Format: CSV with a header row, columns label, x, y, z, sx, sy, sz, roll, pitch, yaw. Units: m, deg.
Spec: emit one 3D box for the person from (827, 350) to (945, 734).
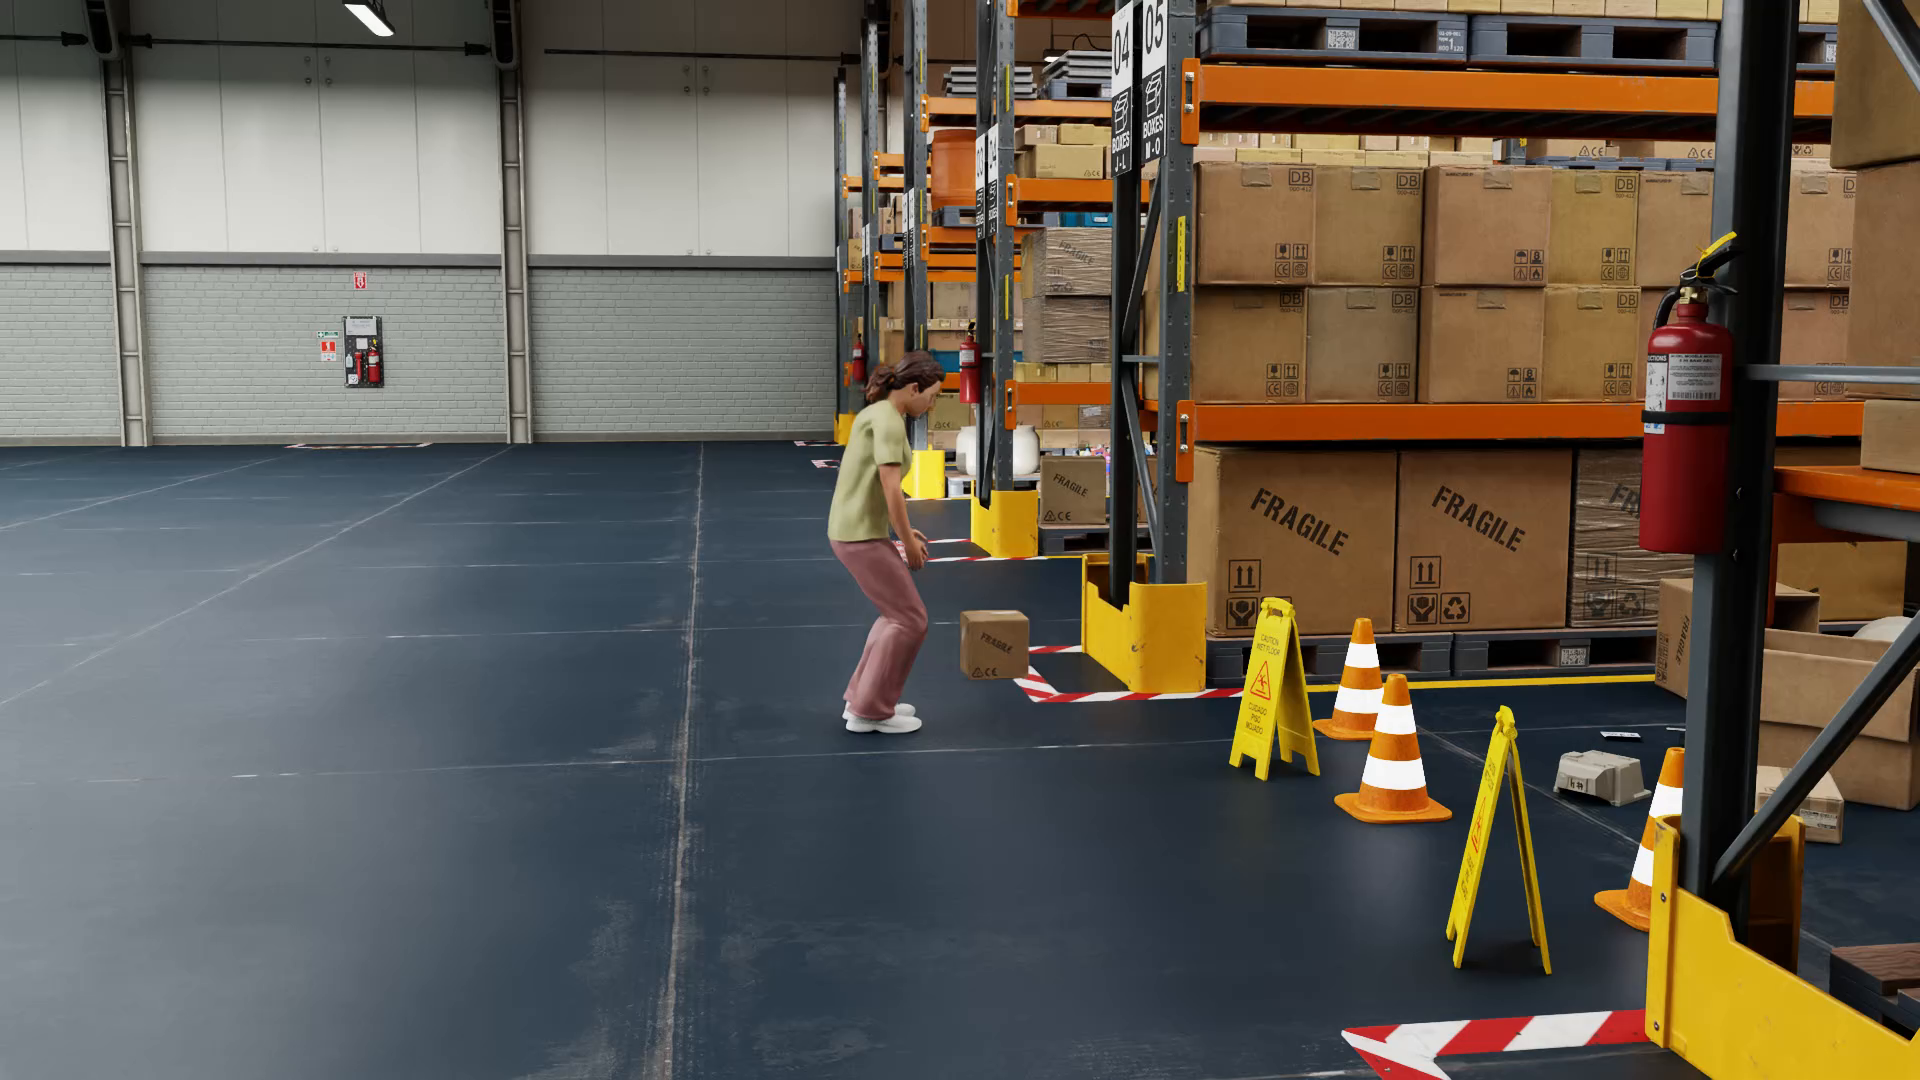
label,x,y,z,sx,sy,sz,roll,pitch,yaw
person,-0.305,-0.001,6.874,0.489,1.556,0.490,-1,7,-8
